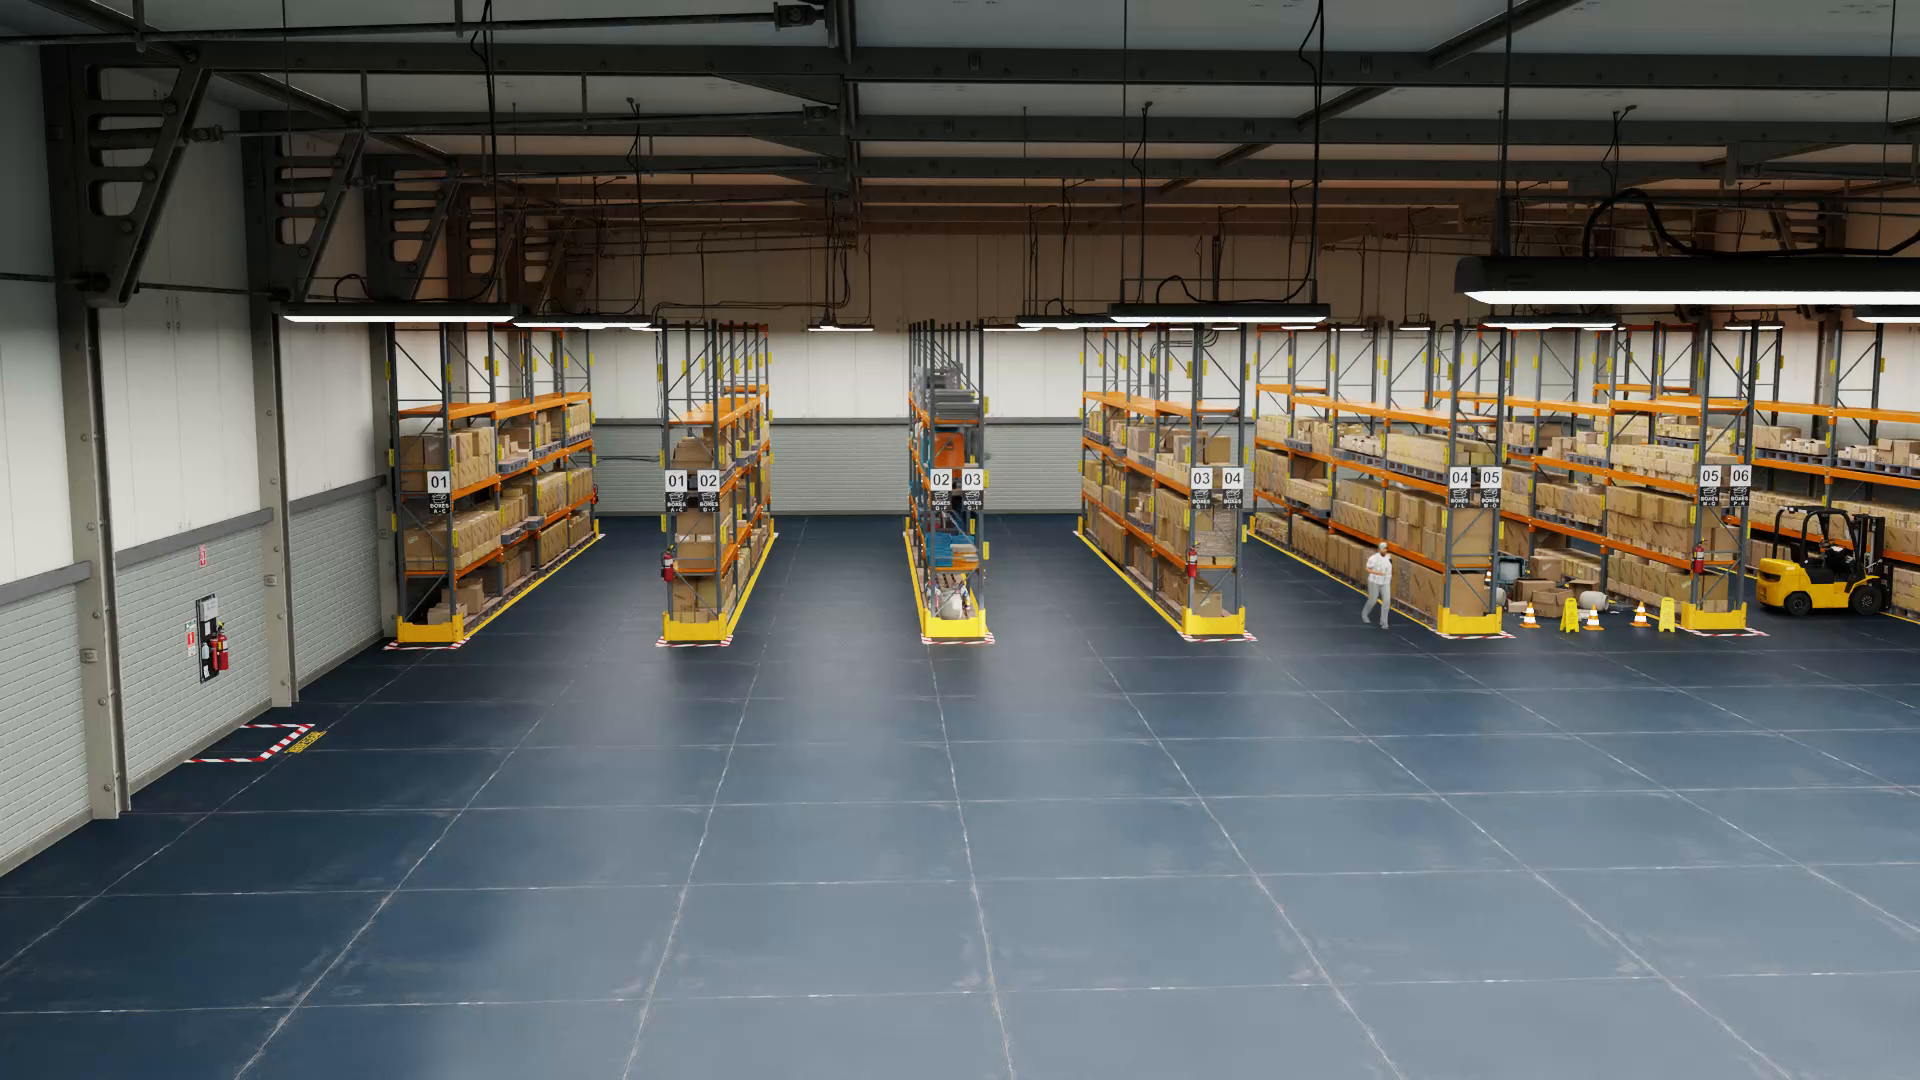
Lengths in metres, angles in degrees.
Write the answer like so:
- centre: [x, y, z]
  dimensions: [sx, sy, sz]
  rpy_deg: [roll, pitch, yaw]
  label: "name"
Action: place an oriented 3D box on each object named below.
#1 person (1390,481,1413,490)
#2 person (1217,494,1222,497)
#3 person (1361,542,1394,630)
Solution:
- centre: [13.120, -1.278, 49.431]
  dimensions: [0.913, 1.793, 0.657]
  rpy_deg: [-1, 7, -5]
  label: "person"
- centre: [7.211, -0.945, 46.930]
  dimensions: [0.697, 1.753, 0.971]
  rpy_deg: [0, 7, -2]
  label: "person"
- centre: [8.224, 0.877, 32.656]
  dimensions: [0.616, 1.701, 0.828]
  rpy_deg: [-2, 7, -12]
  label: "person"
